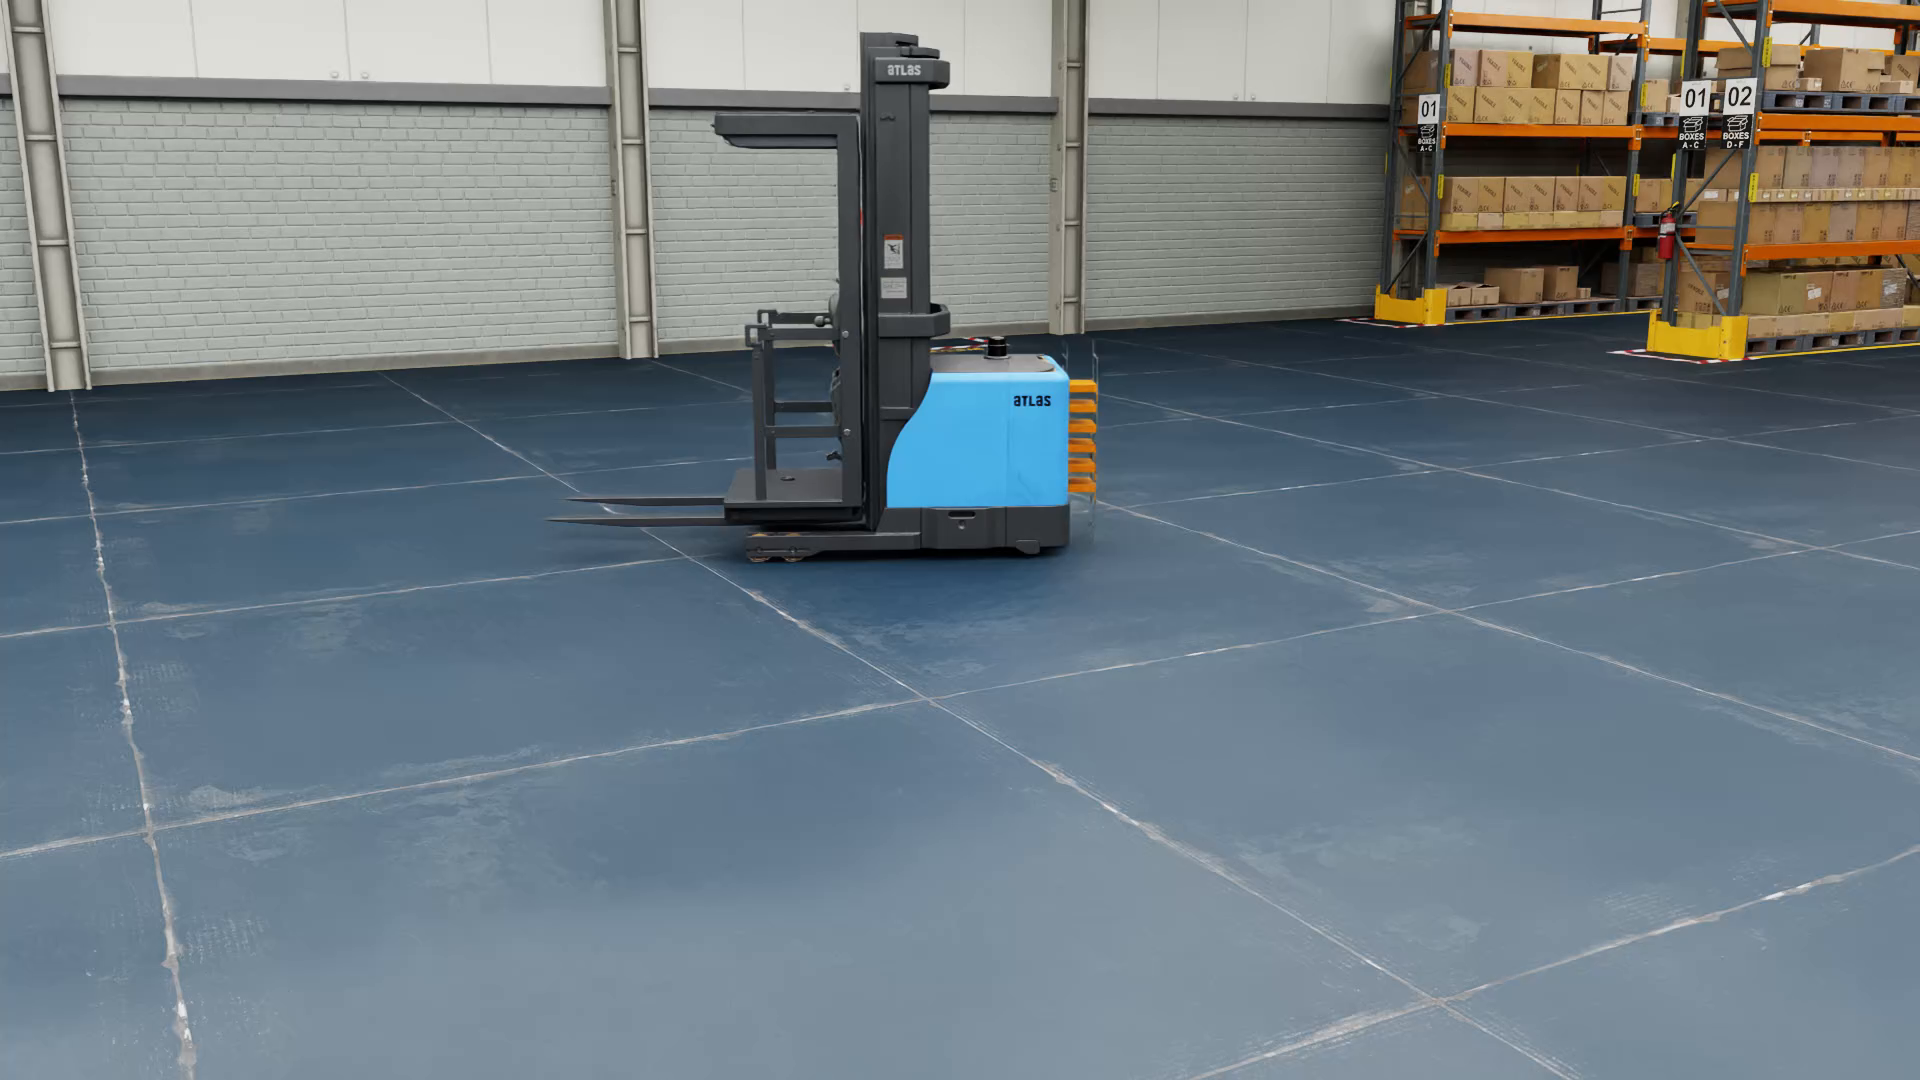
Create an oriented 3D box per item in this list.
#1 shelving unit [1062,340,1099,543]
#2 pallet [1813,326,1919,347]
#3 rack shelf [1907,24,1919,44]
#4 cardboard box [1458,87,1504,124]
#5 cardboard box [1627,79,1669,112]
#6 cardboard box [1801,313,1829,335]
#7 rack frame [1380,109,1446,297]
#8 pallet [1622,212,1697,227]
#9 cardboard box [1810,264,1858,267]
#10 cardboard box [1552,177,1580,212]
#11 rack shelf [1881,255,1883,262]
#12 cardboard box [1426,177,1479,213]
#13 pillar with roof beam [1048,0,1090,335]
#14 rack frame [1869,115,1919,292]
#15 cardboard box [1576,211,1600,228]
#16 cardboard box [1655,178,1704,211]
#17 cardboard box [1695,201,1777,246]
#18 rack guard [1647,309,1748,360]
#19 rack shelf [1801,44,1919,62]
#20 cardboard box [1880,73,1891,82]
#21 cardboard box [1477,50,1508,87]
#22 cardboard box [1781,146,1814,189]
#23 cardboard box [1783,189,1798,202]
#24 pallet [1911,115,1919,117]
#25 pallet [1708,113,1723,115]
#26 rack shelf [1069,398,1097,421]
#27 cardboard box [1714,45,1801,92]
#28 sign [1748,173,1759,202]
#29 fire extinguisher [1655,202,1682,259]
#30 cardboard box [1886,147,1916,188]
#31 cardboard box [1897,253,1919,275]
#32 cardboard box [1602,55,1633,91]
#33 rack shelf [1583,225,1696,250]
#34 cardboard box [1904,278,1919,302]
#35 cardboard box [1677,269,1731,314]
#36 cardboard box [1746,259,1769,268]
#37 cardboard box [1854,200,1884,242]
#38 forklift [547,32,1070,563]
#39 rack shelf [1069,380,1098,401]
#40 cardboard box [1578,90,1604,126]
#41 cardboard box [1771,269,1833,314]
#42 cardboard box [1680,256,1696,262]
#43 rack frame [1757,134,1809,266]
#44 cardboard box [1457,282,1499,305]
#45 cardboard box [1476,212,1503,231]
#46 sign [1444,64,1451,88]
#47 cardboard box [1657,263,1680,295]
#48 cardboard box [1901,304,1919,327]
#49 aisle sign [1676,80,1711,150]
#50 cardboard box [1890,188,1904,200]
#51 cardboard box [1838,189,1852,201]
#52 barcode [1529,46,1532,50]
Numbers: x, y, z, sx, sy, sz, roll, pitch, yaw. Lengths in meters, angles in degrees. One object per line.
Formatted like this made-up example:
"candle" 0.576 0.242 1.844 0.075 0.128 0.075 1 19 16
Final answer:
"shelving unit" 0.715 -0.590 10.000 0.189 1.200 0.258 -1 13 -3
"pallet" 11.680 -2.694 21.598 1.213 0.211 1.003 -7 14 -28
"rack shelf" 14.154 -6.721 22.027 4.000 0.370 1.077 -7 14 -28
"cardboard box" 7.412 -6.222 23.818 0.500 0.500 0.500 -6 14 -24
"cardboard box" 10.540 -6.843 25.669 0.500 0.500 0.500 -5 13 -20
"cardboard box" 10.341 -2.692 20.544 0.500 0.250 0.500 -7 14 -28
"rack frame" 6.510 -4.663 23.998 0.127 3.000 1.000 -7 14 -28
"pallet" 10.762 -5.043 26.122 1.213 0.211 1.003 -7 14 -28
"cardboard box" 11.406 -3.317 21.612 0.500 0.500 0.500 -7 14 -28
"cardboard box" 8.872 -5.173 24.850 0.500 0.500 0.500 -7 15 -29
"rack shelf" 14.154 -3.989 22.642 4.000 0.370 1.077 -7 14 -28
"cardboard box" 7.073 -4.958 23.896 0.500 0.500 0.500 -7 14 -28
"pillar with roof beam" 3.507 -6.370 17.916 0.400 9.000 9.100 -7 14 -28
"rack frame" 12.398 -4.130 21.628 0.127 3.000 1.000 -7 14 -28
"cardboard box" 9.310 -4.862 25.175 0.500 0.250 0.500 -7 14 -28
"cardboard box" 11.541 -5.527 26.607 0.500 0.500 0.700 -5 14 -20
"cardboard box" 9.303 -3.804 19.954 0.500 0.500 0.700 -7 14 -28
"rack guard" 8.866 -2.487 20.021 0.348 0.500 1.175 -7 14 -28
"rack shelf" 15.288 -8.096 28.137 4.000 0.370 1.077 -7 14 -28
"cardboard box" 11.356 -5.764 20.985 0.500 0.311 0.500 -8 15 -31
"cardboard box" 7.429 -6.710 23.709 0.500 0.500 0.500 -7 14 -29
"cardboard box" 9.809 -4.499 20.087 0.500 0.500 0.700 -7 15 -29
"cardboard box" 9.785 -4.128 19.916 0.250 0.149 0.380 -7 14 -28
"pallet" 13.166 -5.595 21.743 1.217 0.209 0.805 -8 15 -30
"pallet" 11.523 -6.610 26.244 1.003 0.211 1.213 -7 14 -28
"rack shelf" 0.715 -0.781 9.957 0.180 0.103 0.258 -1 13 -3
"cardboard box" 9.394 -5.556 19.621 0.637 0.503 0.797 -6 14 -24
"sign" 9.148 -4.062 19.176 0.005 0.325 0.100 -7 14 -28
"fire extinguisher" 8.561 -3.748 20.109 0.183 0.674 0.296 -7 14 -28
"cardboard box" 11.569 -4.710 21.024 0.500 0.500 0.700 -7 14 -28
"cardboard box" 16.535 -4.988 29.382 0.750 0.750 0.750 -7 14 -27
"cardboard box" 9.712 -6.989 24.949 0.500 0.500 0.500 -8 15 -33
"rack shelf" 11.777 -4.943 26.882 4.000 0.370 1.077 -7 14 -28
"cardboard box" 12.616 -3.365 22.257 0.500 0.311 0.500 -7 14 -28
"cardboard box" 9.215 -3.052 20.437 0.500 0.500 0.500 -7 14 -28
"cardboard box" 12.925 -4.414 27.583 0.500 0.500 0.700 -7 14 -27
"cardboard box" 11.110 -4.022 20.921 0.500 0.500 0.700 -7 14 -27
"forklift" -0.896 -1.420 9.744 3.031 2.935 1.130 -1 13 -3
"rack shelf" 0.715 -0.898 9.931 0.180 0.103 0.258 -1 13 -3
"cardboard box" 9.247 -6.454 24.852 0.500 0.500 0.500 -8 15 -33
"cardboard box" 10.335 -3.060 20.472 0.500 0.500 0.500 -7 14 -28
"cardboard box" 11.499 -4.628 26.825 0.500 0.250 0.500 -7 15 -29
"rack frame" 13.532 -5.505 27.738 0.127 3.000 1.000 -7 14 -28
"cardboard box" 7.661 -3.682 24.758 0.500 0.311 0.500 -6 14 -23
"cardboard box" 7.540 -4.647 24.224 0.500 0.250 0.500 -7 15 -30
"sign" 6.771 -6.449 23.108 0.005 0.325 0.100 -7 14 -28
"cardboard box" 11.089 -4.224 26.737 0.500 0.500 0.700 -7 15 -29
"cardboard box" 12.096 -2.902 21.480 0.500 0.250 0.500 -7 14 -28
"aisle sign" 8.689 -5.027 19.693 0.004 0.787 0.394 -7 14 -28
"cardboard box" 11.585 -4.344 20.873 0.250 0.149 0.380 -7 14 -28
"cardboard box" 10.684 -4.236 20.393 0.250 0.149 0.380 -7 14 -27
"barcode" 8.595 -7.411 25.049 0.075 0.075 0.001 -7 14 -28
